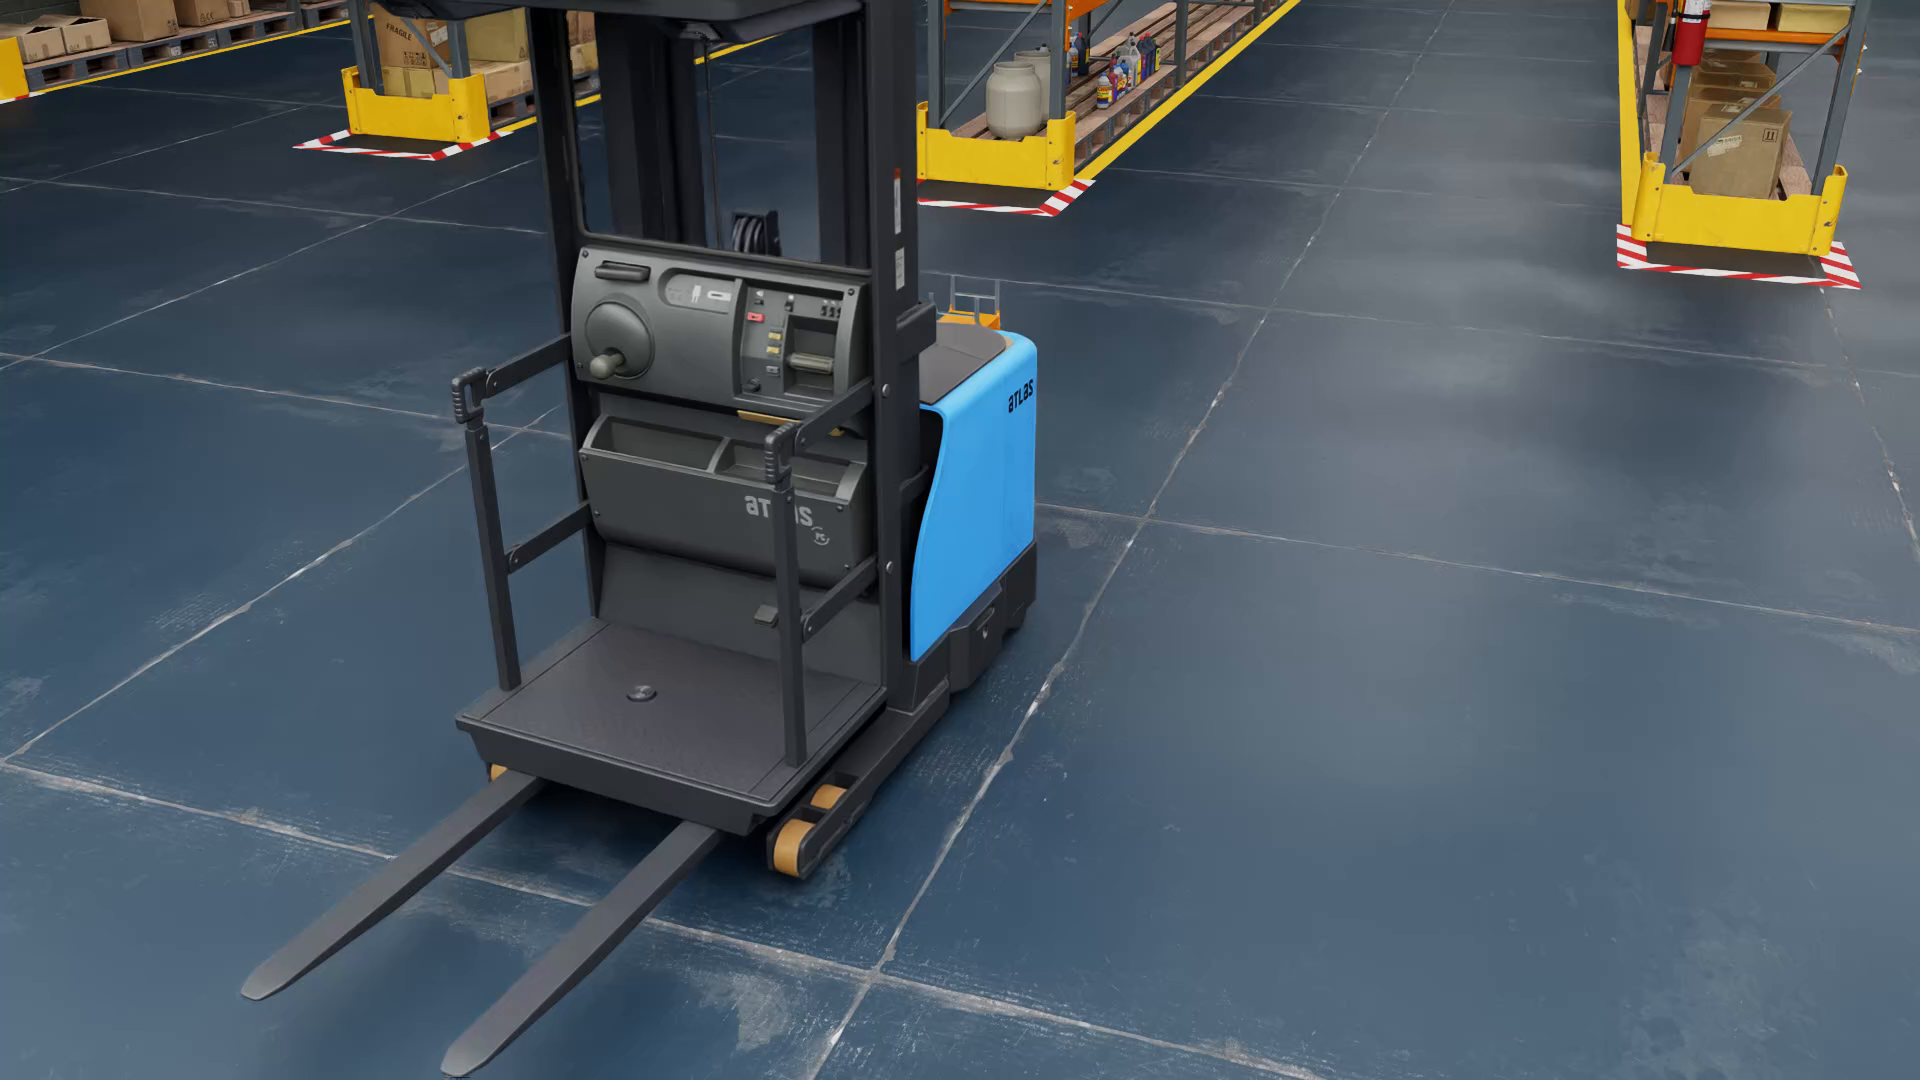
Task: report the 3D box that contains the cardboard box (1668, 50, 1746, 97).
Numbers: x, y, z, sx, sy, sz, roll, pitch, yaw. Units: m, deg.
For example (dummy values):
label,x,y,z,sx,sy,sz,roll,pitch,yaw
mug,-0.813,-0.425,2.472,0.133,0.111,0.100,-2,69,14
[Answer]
label,x,y,z,sx,sy,sz,roll,pitch,yaw
cardboard box,6.090,-3.798,13.538,0.500,0.500,0.500,8,27,16

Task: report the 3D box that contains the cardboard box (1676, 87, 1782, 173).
label,x,y,z,sx,sy,sz,roll,pitch,yaw
cardboard box,5.320,-2.817,11.513,0.500,0.500,0.500,17,30,31

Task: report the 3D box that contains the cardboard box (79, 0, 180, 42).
label,x,y,z,sx,sy,sz,roll,pitch,yaw
cardboard box,-8.287,-5.276,16.569,0.700,0.500,0.500,7,27,14

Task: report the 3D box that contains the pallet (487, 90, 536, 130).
label,x,y,z,sx,sy,sz,roll,pitch,yaw
pallet,-4.196,-3.752,14.257,1.003,0.211,1.213,9,27,17

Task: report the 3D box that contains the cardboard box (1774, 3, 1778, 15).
label,x,y,z,sx,sy,sz,roll,pitch,yaw
cardboard box,5.448,-3.418,10.656,0.380,0.149,0.250,9,27,17

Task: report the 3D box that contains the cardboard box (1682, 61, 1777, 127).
label,x,y,z,sx,sy,sz,roll,pitch,yaw
cardboard box,5.774,-3.295,12.499,0.500,0.500,0.500,6,27,13

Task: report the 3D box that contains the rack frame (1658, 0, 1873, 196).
label,x,y,z,sx,sy,sz,roll,pitch,yaw
rack frame,4.930,-3.248,10.017,1.000,3.000,0.127,9,27,17

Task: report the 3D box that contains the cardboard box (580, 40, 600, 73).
label,x,y,z,sx,sy,sz,roll,pitch,yaw
cardboard box,-3.522,-4.442,15.156,0.500,0.250,0.500,9,27,17

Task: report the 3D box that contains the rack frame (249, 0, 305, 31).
label,x,y,z,sx,sy,sz,roll,pitch,yaw
rack frame,-7.752,-7.047,17.863,1.000,3.000,0.127,9,27,17

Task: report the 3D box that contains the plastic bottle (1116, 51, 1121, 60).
label,x,y,z,sx,sy,sz,roll,pitch,yaw
plastic bottle,1.371,-4.072,14.331,0.061,0.283,0.133,9,27,17

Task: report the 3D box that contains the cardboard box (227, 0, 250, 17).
label,x,y,z,sx,sy,sz,roll,pitch,yaw
cardboard box,-7.902,-5.746,17.921,0.380,0.166,0.250,5,26,11

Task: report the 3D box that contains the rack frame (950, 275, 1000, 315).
label,x,y,z,sx,sy,sz,roll,pitch,yaw
rack frame,0.058,-0.545,6.670,0.200,1.050,0.008,9,27,17

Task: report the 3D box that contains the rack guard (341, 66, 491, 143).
label,x,y,z,sx,sy,sz,roll,pitch,yaw
rack guard,-4.419,-3.552,13.512,1.175,0.500,0.348,9,27,17

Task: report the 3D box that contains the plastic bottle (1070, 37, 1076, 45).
label,x,y,z,sx,sy,sz,roll,pitch,yaw
plastic bottle,0.989,-4.378,14.971,0.152,0.276,0.135,10,27,19

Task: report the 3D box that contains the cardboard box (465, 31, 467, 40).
label,x,y,z,sx,sy,sz,roll,pitch,yaw
cardboard box,-4.194,-4.652,14.729,0.500,0.500,0.500,9,27,17

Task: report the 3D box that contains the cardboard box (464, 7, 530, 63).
label,x,y,z,sx,sy,sz,roll,pitch,yaw
cardboard box,-3.858,-4.369,14.145,0.500,0.500,0.500,9,27,17

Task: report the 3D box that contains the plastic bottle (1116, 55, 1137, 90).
label,x,y,z,sx,sy,sz,roll,pitch,yaw
plastic bottle,1.419,-3.998,14.187,0.152,0.276,0.135,9,27,18

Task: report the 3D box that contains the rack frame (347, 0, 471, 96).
label,x,y,z,sx,sy,sz,roll,pitch,yaw
rack frame,-4.411,-4.687,12.987,1.000,3.000,0.127,9,27,17

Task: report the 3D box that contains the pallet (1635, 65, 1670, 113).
label,x,y,z,sx,sy,sz,roll,pitch,yaw
pallet,6.519,-3.957,14.681,1.003,0.211,1.213,9,27,17

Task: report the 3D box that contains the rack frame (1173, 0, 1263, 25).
label,x,y,z,sx,sy,sz,roll,pitch,yaw
rack frame,2.921,-7.254,18.291,1.000,3.000,0.127,9,27,17

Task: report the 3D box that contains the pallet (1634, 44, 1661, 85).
label,x,y,z,sx,sy,sz,roll,pitch,yaw
pallet,6.923,-4.460,15.720,1.003,0.211,1.213,9,27,17

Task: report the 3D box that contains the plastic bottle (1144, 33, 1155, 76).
label,x,y,z,sx,sy,sz,roll,pitch,yaw
plastic bottle,1.648,-4.310,14.744,0.144,0.351,0.185,8,27,16

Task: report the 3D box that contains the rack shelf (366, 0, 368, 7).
label,x,y,z,sx,sy,sz,roll,pitch,yaw
rack shelf,-3.745,-5.185,14.842,1.077,0.370,4.000,9,27,17

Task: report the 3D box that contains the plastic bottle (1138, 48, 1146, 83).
label,x,y,z,sx,sy,sz,roll,pitch,yaw
plastic bottle,1.569,-4.128,14.445,0.061,0.283,0.133,11,28,21

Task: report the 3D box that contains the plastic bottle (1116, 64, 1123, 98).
label,x,y,z,sx,sy,sz,roll,pitch,yaw
plastic bottle,1.304,-3.819,13.821,0.097,0.271,0.097,0,26,0

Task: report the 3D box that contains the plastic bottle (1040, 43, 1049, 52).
label,x,y,z,sx,sy,sz,roll,pitch,yaw
plastic bottle,0.726,-4.092,14.295,0.144,0.351,0.185,9,27,17

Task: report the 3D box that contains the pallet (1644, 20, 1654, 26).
label,x,y,z,sx,sy,sz,roll,pitch,yaw
pallet,7.926,-5.594,18.061,1.003,0.211,1.213,9,27,17

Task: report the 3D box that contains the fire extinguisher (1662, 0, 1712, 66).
label,x,y,z,sx,sy,sz,roll,pitch,yaw
fire extinguisher,4.457,-3.233,10.075,0.296,0.674,0.183,9,27,17

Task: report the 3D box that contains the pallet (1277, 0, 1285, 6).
label,x,y,z,sx,sy,sz,roll,pitch,yaw
pallet,3.552,-6.829,20.612,1.003,0.211,1.213,9,27,17

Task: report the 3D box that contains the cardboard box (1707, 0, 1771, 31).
label,x,y,z,sx,sy,sz,roll,pitch,yaw
cardboard box,4.830,-3.282,10.376,0.380,0.149,0.250,9,27,17

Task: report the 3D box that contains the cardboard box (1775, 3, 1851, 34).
label,x,y,z,sx,sy,sz,roll,pitch,yaw
cardboard box,5.250,-3.218,10.242,0.380,0.149,0.250,9,27,17

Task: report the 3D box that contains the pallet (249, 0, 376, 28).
label,x,y,z,sx,sy,sz,roll,pitch,yaw
pallet,-7.494,-6.112,19.132,1.003,0.211,1.213,9,27,17

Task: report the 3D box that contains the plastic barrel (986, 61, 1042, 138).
label,x,y,z,sx,sy,sz,roll,pitch,yaw
plastic barrel,0.406,-3.317,12.533,0.421,0.512,0.421,0,26,0

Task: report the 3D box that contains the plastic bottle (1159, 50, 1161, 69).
label,x,y,z,sx,sy,sz,roll,pitch,yaw
plastic bottle,1.763,-4.355,15.008,0.097,0.201,0.097,0,26,0

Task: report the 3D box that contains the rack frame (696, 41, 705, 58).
label,x,y,z,sx,sy,sz,roll,pitch,yaw
rack frame,-3.079,-6.330,16.382,1.000,3.000,0.127,9,27,17

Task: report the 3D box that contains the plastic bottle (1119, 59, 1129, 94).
label,x,y,z,sx,sy,sz,roll,pitch,yaw
plastic bottle,1.371,-3.902,13.993,0.097,0.271,0.097,0,26,0

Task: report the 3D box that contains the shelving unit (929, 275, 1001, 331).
label,x,y,z,sx,sy,sz,roll,pitch,yaw
shelving unit,0.018,-0.495,6.567,0.215,1.050,0.252,9,27,17

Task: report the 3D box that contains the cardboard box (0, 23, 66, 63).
label,x,y,z,sx,sy,sz,roll,pitch,yaw
cardboard box,-8.768,-4.662,15.518,0.500,0.311,0.500,6,26,12

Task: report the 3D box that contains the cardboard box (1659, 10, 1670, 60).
label,x,y,z,sx,sy,sz,roll,pitch,yaw
cardboard box,6.848,-4.638,15.250,0.700,0.500,0.500,6,27,13

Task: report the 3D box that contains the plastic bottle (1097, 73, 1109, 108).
label,x,y,z,sx,sy,sz,roll,pitch,yaw
plastic bottle,1.156,-3.637,13.445,0.097,0.271,0.097,0,26,0

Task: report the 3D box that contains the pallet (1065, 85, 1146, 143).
label,x,y,z,sx,sy,sz,roll,pitch,yaw
pallet,0.923,-3.582,13.907,1.003,0.211,1.213,9,27,17

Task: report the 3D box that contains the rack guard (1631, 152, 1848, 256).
label,x,y,z,sx,sy,sz,roll,pitch,yaw
rack guard,4.955,-2.155,10.626,1.175,0.500,0.348,9,27,17

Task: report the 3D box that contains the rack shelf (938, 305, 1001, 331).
label,x,y,z,sx,sy,sz,roll,pitch,yaw
rack shelf,0.018,-0.740,6.448,0.215,0.259,0.240,9,27,17

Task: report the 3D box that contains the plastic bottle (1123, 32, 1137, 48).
label,x,y,z,sx,sy,sz,roll,pitch,yaw
plastic bottle,1.512,-4.331,14.787,0.144,0.351,0.185,9,27,17

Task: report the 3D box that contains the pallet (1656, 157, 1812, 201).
label,x,y,z,sx,sy,sz,roll,pitch,yaw
pallet,5.259,-2.353,11.368,1.003,0.211,1.213,9,27,17

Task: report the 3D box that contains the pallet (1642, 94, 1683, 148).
label,x,y,z,sx,sy,sz,roll,pitch,yaw
pallet,6.071,-3.356,13.439,1.003,0.211,1.213,9,27,17

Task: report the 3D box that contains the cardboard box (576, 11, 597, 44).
label,x,y,z,sx,sy,sz,roll,pitch,yaw
cardboard box,-3.521,-4.780,14.992,0.500,0.500,0.500,9,27,17

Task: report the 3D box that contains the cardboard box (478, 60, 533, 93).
label,x,y,z,sx,sy,sz,roll,pitch,yaw
cardboard box,-3.859,-4.032,14.309,0.500,0.250,0.500,9,27,17

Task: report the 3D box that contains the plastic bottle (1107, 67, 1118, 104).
label,x,y,z,sx,sy,sz,roll,pitch,yaw
plastic bottle,1.249,-3.732,13.629,0.061,0.283,0.133,9,27,18

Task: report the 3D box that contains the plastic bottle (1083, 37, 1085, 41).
label,x,y,z,sx,sy,sz,roll,pitch,yaw
plastic bottle,1.090,-4.366,14.939,0.061,0.283,0.133,9,27,17

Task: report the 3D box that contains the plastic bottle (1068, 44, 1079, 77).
label,x,y,z,sx,sy,sz,roll,pitch,yaw
plastic bottle,0.996,-4.232,14.674,0.097,0.271,0.097,0,26,0

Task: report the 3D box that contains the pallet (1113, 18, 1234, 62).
label,x,y,z,sx,sy,sz,roll,pitch,yaw
pallet,2.219,-5.187,17.220,1.003,0.211,1.213,9,27,17

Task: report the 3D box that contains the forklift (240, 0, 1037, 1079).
label,x,y,z,sx,sy,sz,roll,pitch,yaw
forklift,-0.795,-0.568,4.561,1.130,2.935,3.031,11,28,22
